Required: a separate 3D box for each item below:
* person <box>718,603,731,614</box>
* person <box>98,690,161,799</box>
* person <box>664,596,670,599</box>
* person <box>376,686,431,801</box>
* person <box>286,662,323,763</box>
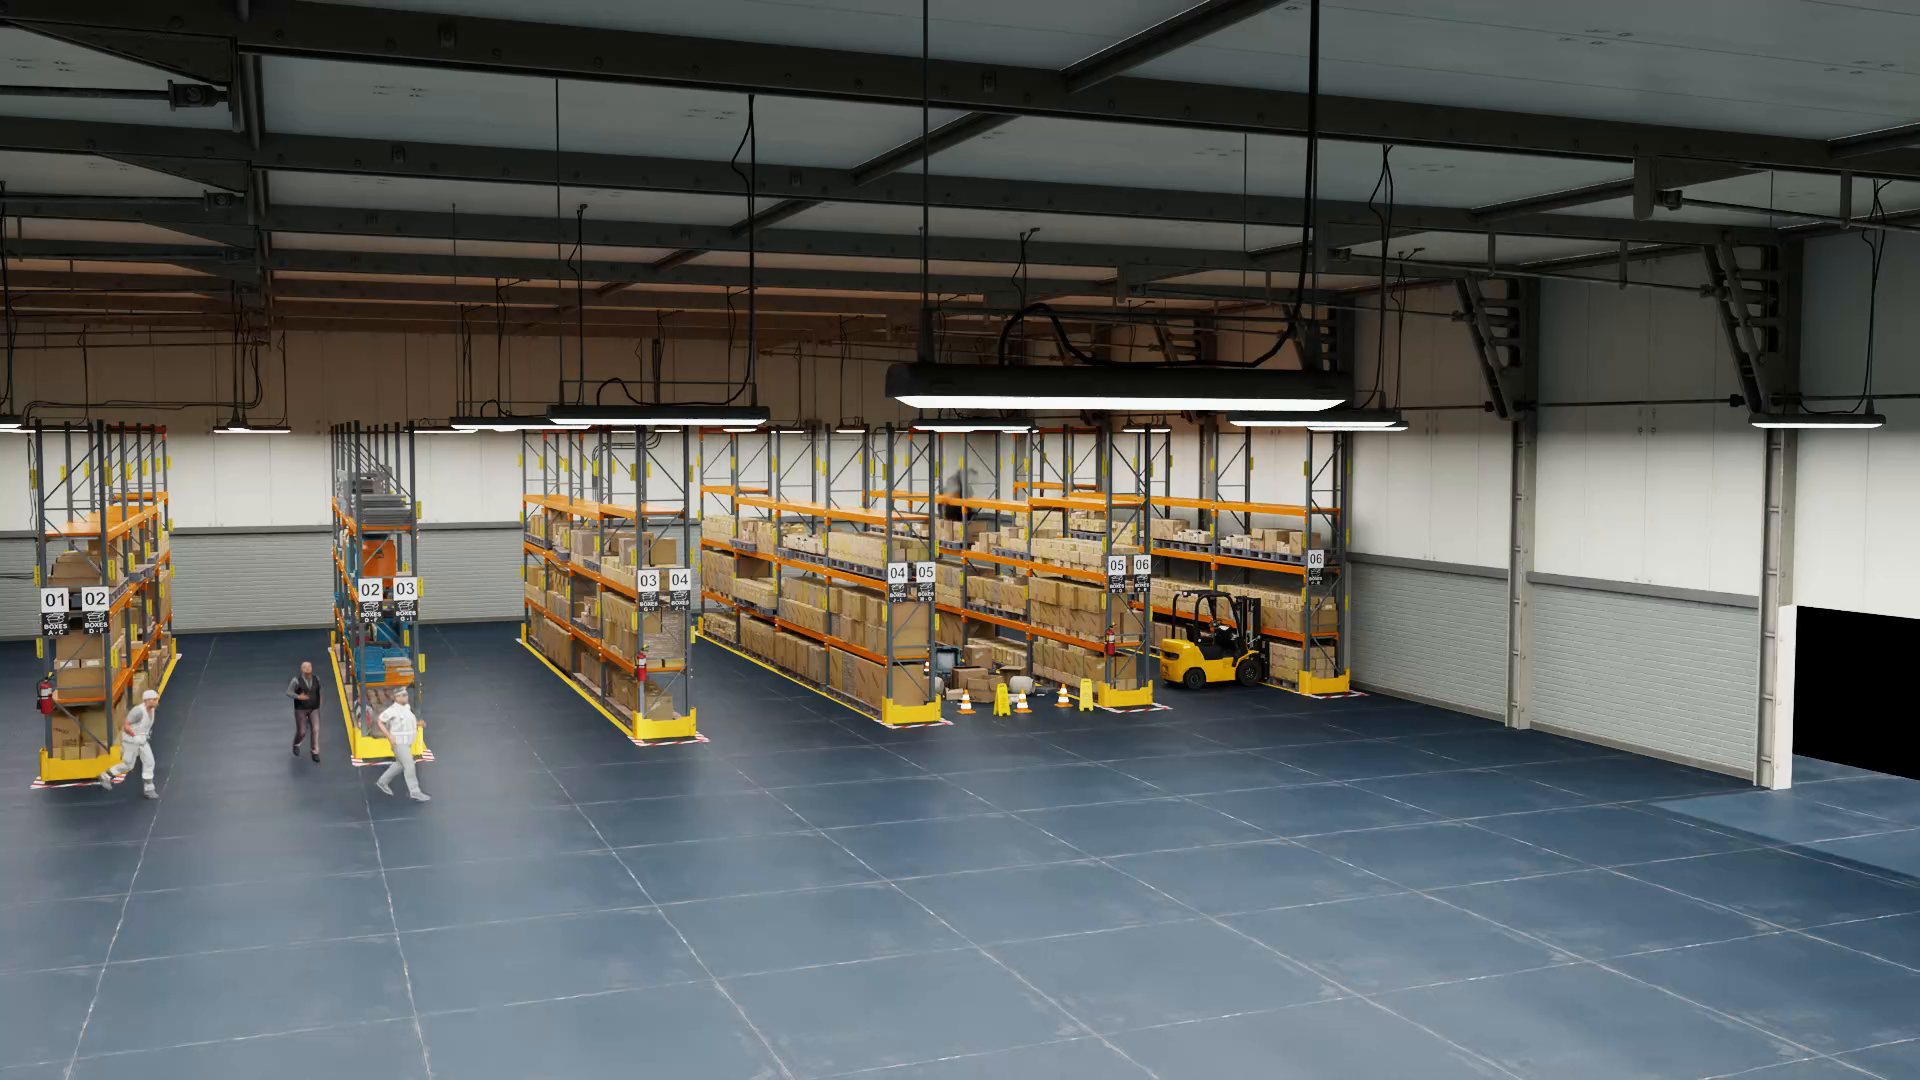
[{"bbox_3d":[-6.995,1.798,49.550,1.003,1.626,0.615,-1,4,-20],"label":"person"},{"bbox_3d":[-13.156,3.235,26.366,1.032,1.738,0.682,0,4,-2],"label":"person"},{"bbox_3d":[-8.152,2.026,46.255,0.569,1.685,0.750,-1,4,-10],"label":"person"},{"bbox_3d":[-8.760,3.176,26.108,0.966,1.777,0.666,0,4,8],"label":"person"},{"bbox_3d":[-11.547,3.024,29.387,0.671,1.745,0.849,-3,4,-36],"label":"person"}]
